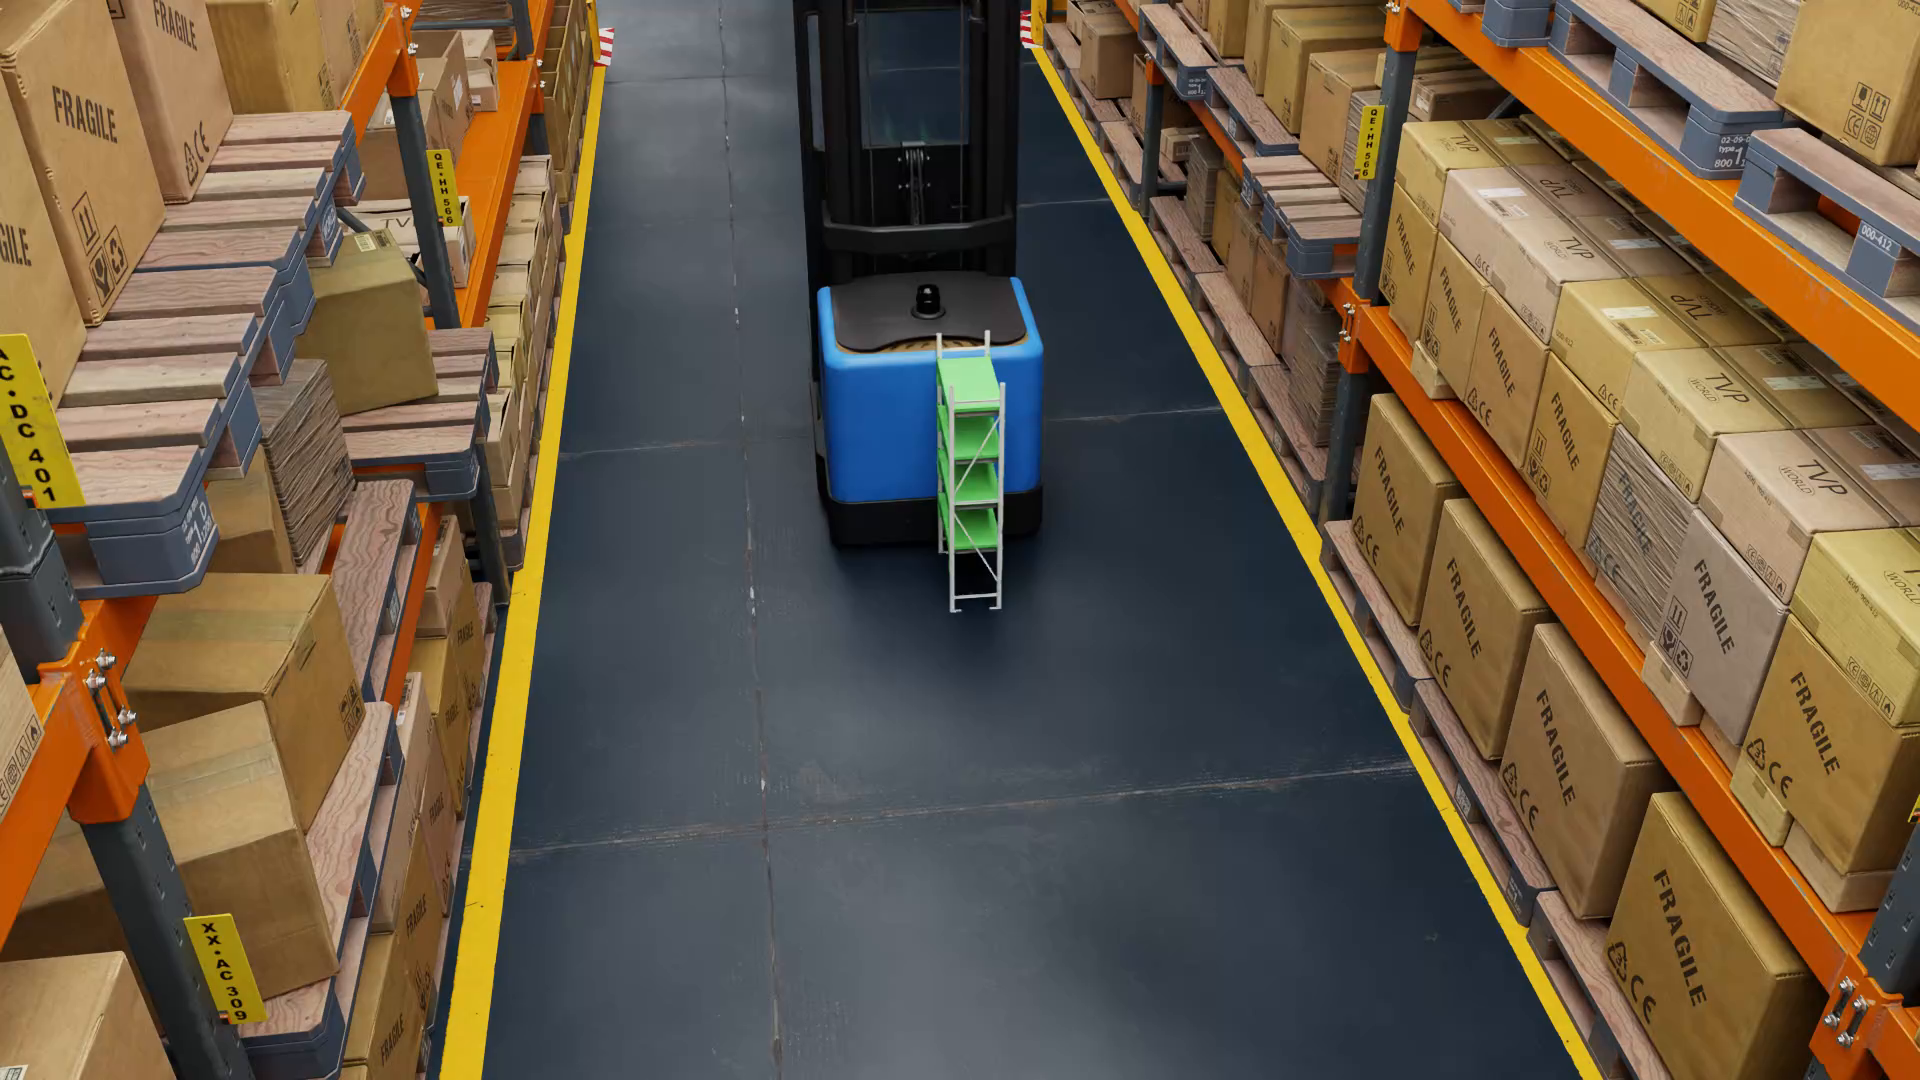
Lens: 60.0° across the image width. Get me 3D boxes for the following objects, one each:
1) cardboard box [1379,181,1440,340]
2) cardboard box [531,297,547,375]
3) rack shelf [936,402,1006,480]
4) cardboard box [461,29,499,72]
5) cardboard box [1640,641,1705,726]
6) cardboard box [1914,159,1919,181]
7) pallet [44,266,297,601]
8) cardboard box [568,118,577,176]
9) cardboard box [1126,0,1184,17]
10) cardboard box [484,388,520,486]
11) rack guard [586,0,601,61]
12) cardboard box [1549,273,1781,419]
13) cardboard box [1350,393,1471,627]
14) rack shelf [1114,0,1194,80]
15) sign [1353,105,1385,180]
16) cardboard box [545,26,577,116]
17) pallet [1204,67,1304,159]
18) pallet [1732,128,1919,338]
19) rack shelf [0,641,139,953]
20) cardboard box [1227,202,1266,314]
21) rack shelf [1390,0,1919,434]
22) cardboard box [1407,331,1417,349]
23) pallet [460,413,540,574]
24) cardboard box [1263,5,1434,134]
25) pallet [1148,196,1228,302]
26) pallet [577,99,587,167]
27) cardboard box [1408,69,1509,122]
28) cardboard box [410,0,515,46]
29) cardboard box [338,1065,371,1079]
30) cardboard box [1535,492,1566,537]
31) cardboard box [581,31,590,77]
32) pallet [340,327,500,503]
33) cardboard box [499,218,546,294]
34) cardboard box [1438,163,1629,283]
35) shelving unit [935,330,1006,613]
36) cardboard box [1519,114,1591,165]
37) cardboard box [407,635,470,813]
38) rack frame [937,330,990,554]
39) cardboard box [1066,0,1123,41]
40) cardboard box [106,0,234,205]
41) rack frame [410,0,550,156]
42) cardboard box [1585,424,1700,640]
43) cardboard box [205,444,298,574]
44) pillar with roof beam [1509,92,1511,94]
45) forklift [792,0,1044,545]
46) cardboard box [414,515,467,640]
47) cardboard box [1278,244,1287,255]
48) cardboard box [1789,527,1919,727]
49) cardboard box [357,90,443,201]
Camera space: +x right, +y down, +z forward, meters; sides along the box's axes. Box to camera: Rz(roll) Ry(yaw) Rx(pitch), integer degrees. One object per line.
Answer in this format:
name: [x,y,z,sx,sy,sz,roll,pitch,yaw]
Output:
cardboard box: [2.103,-1.184,6.953,0.500,0.500,0.500,-3,34,-5]
cardboard box: [-2.609,-1.132,9.317,0.500,0.250,0.500,-4,34,-5]
rack shelf: [0.044,-0.448,7.530,0.258,0.148,0.480,-4,34,-6]
cardboard box: [-3.045,-2.823,9.862,0.500,0.250,0.500,-2,34,-3]
cardboard box: [2.362,0.429,5.163,0.380,0.149,0.250,-4,35,-6]
cardboard box: [2.820,-1.032,3.957,0.700,0.500,0.500,-6,35,-9]
pallet: [-2.097,-0.223,3.417,1.213,0.211,1.003,-4,35,-6]
cardboard box: [-2.979,-2.755,11.698,0.500,0.250,0.500,-4,35,-6]
cardboard box: [1.389,-3.721,11.163,0.500,0.250,0.500,-4,35,-6]
cardboard box: [-2.396,-0.508,7.902,0.500,0.311,0.500,-3,34,-5]
rack guard: [-3.696,-4.369,14.217,1.175,0.500,0.348,-4,35,-6]
cardboard box: [2.316,-0.648,5.501,0.500,0.250,0.500,-5,35,-7]
cardboard box: [2.260,-0.167,7.367,0.750,0.750,0.750,-5,35,-7]
rack shelf: [1.484,-4.353,12.612,1.077,0.370,4.000,-4,35,-6]
sign: [1.755,-1.701,7.125,0.100,0.325,0.005,-4,35,-6]
cardboard box: [-3.042,-3.344,11.896,0.500,0.500,0.500,-4,35,-6]
pallet: [1.985,-2.324,9.167,1.003,0.211,1.213,-4,35,-6]
pallet: [2.657,-0.738,4.175,0.805,0.209,1.217,-6,35,-8]
rack shelf: [-1.810,1.482,1.388,1.077,0.370,4.000,-4,35,-6]
cardboard box: [2.017,-1.701,9.911,0.700,0.500,0.500,-4,34,-6]
rack shelf: [2.560,-1.128,5.217,1.077,0.370,4.000,-4,35,-6]
cardboard box: [2.131,-0.864,7.059,0.380,0.149,0.250,-4,34,-6]
pallet: [-2.689,-0.234,8.407,1.003,0.211,1.213,-4,35,-6]
cardboard box: [2.029,-2.480,8.746,0.700,0.500,0.500,-4,35,-6]
pallet: [1.860,-1.947,10.920,1.003,0.211,1.213,-4,35,-6]
pallet: [-3.388,-3.134,12.661,1.003,0.211,1.213,-4,35,-6]
cardboard box: [2.215,-1.983,7.441,0.380,0.149,0.250,-9,35,-13]
cardboard box: [-3.221,-3.445,10.553,0.700,0.500,0.500,-5,35,-8]
cardboard box: [-1.902,1.870,4.671,0.500,0.500,0.500,-6,35,-9]
cardboard box: [2.323,-0.150,6.011,0.380,0.149,0.250,-4,34,-6]
cardboard box: [-3.249,-3.871,13.335,0.500,0.250,0.500,-4,35,-6]
pallet: [-2.456,-0.472,6.450,1.213,0.211,1.003,-4,35,-6]
cardboard box: [-2.675,-1.653,9.582,0.500,0.311,0.500,-4,35,-7]
cardboard box: [2.170,-1.211,6.327,0.500,0.250,0.500,-5,35,-7]
shelving unit: [0.044,-0.303,7.629,0.258,1.200,0.503,-4,34,-6]
cardboard box: [2.609,-1.551,6.825,0.500,0.250,0.500,-3,34,-5]
cardboard box: [-2.189,0.720,6.359,0.500,0.500,0.500,-6,35,-8]
rack frame: [0.015,-0.439,7.829,0.240,1.200,0.015,-4,34,-6]
cardboard box: [1.219,-4.444,14.104,0.500,0.311,0.500,-8,35,-12]
cardboard box: [-2.256,-1.219,4.161,0.600,0.600,0.600,-6,35,-8]
rack frame: [-3.155,-3.157,10.218,1.000,3.000,0.127,-4,35,-6]
cardboard box: [2.380,-0.045,5.282,0.500,0.500,0.500,-4,35,-6]
cardboard box: [-2.378,0.112,4.961,0.700,0.500,0.500,-13,36,-18]
pillar with roof beam: [-1.292,-4.246,6.489,9.100,9.000,0.400,-4,35,-6]
forklift: [-0.282,-2.002,8.586,1.130,2.935,3.031,-4,34,-6]
cardboard box: [-2.247,0.152,6.526,0.500,0.250,0.500,-3,34,-5]
cardboard box: [2.054,-1.768,9.343,0.500,0.250,0.500,-5,35,-7]
cardboard box: [2.513,0.207,4.246,0.500,0.250,0.500,-4,34,-5]
cardboard box: [-2.859,-1.901,8.287,0.500,0.500,0.500,-6,35,-9]
